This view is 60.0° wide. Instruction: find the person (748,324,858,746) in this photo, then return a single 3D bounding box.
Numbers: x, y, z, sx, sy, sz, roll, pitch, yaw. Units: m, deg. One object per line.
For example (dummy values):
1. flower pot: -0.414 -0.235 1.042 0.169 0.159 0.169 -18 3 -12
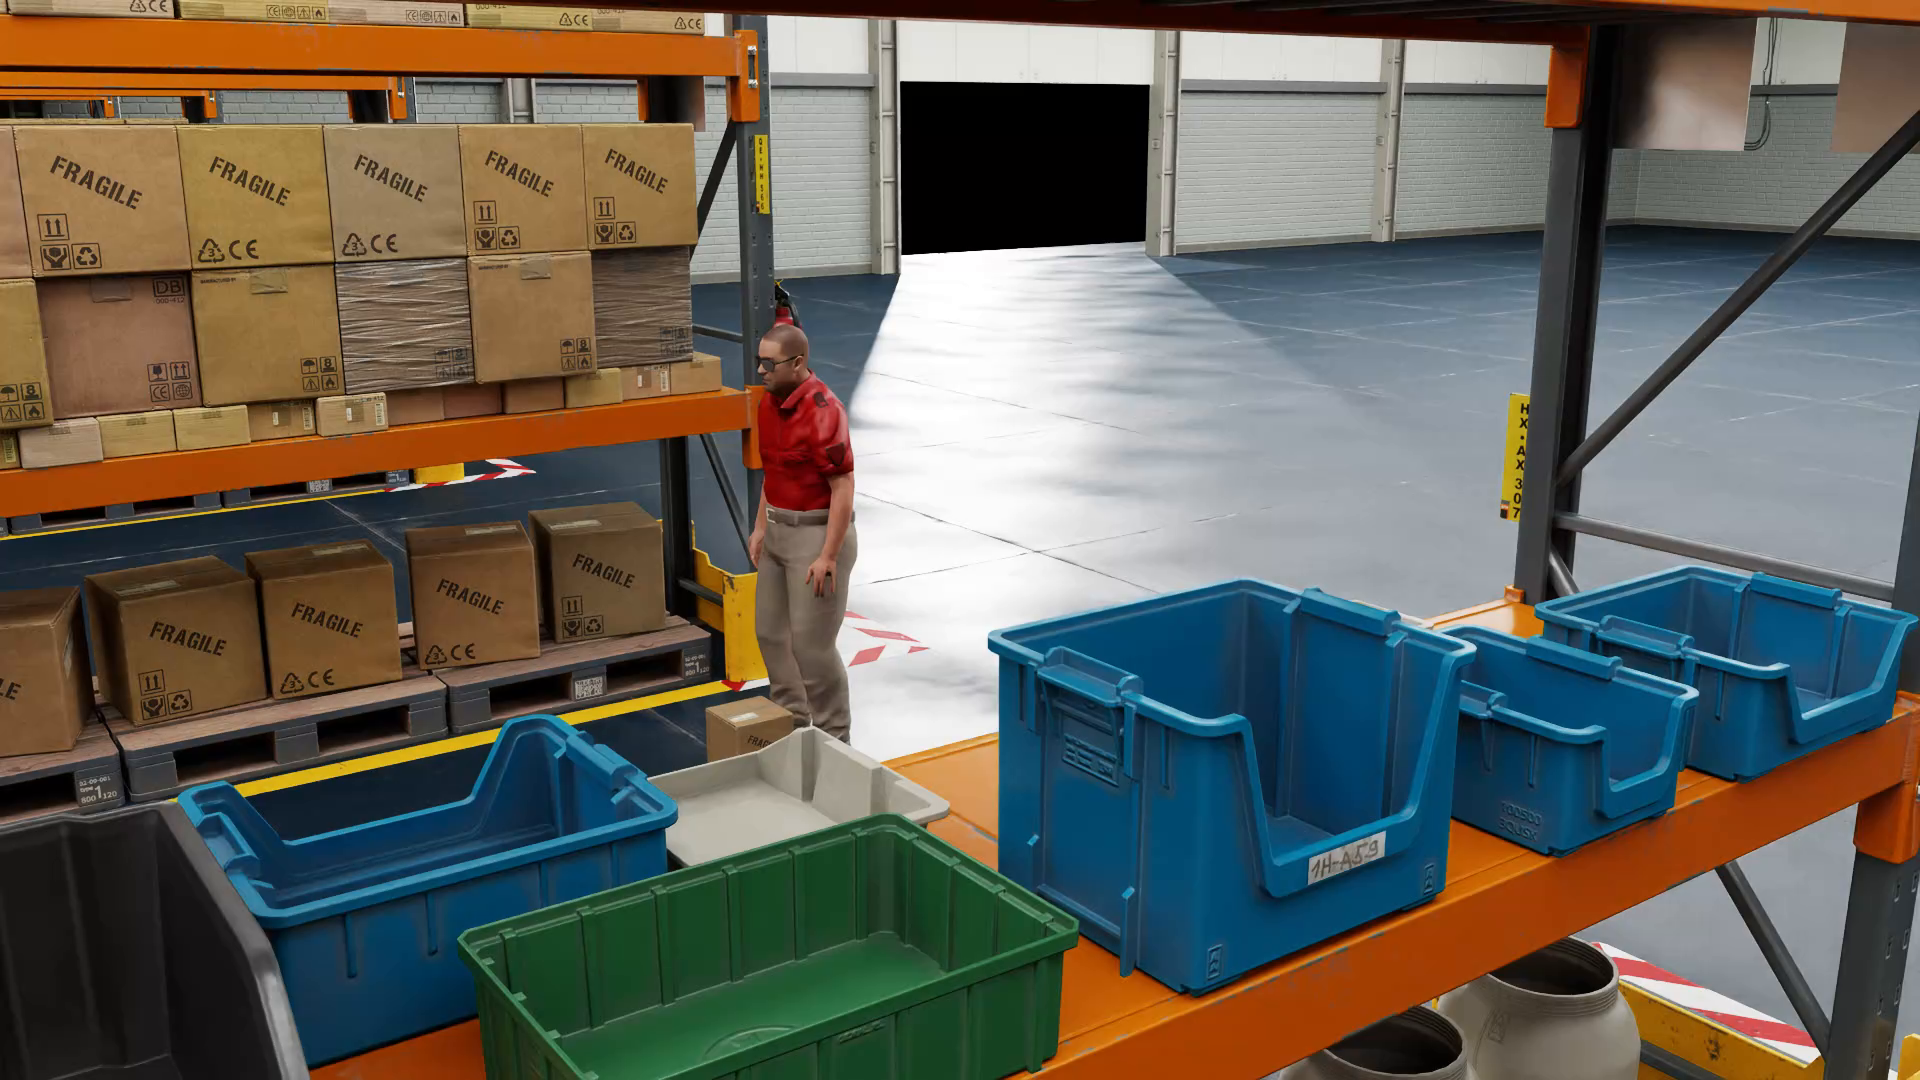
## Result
1. person: -0.619 0.026 6.433 0.393 1.727 0.586 -10 17 -34
